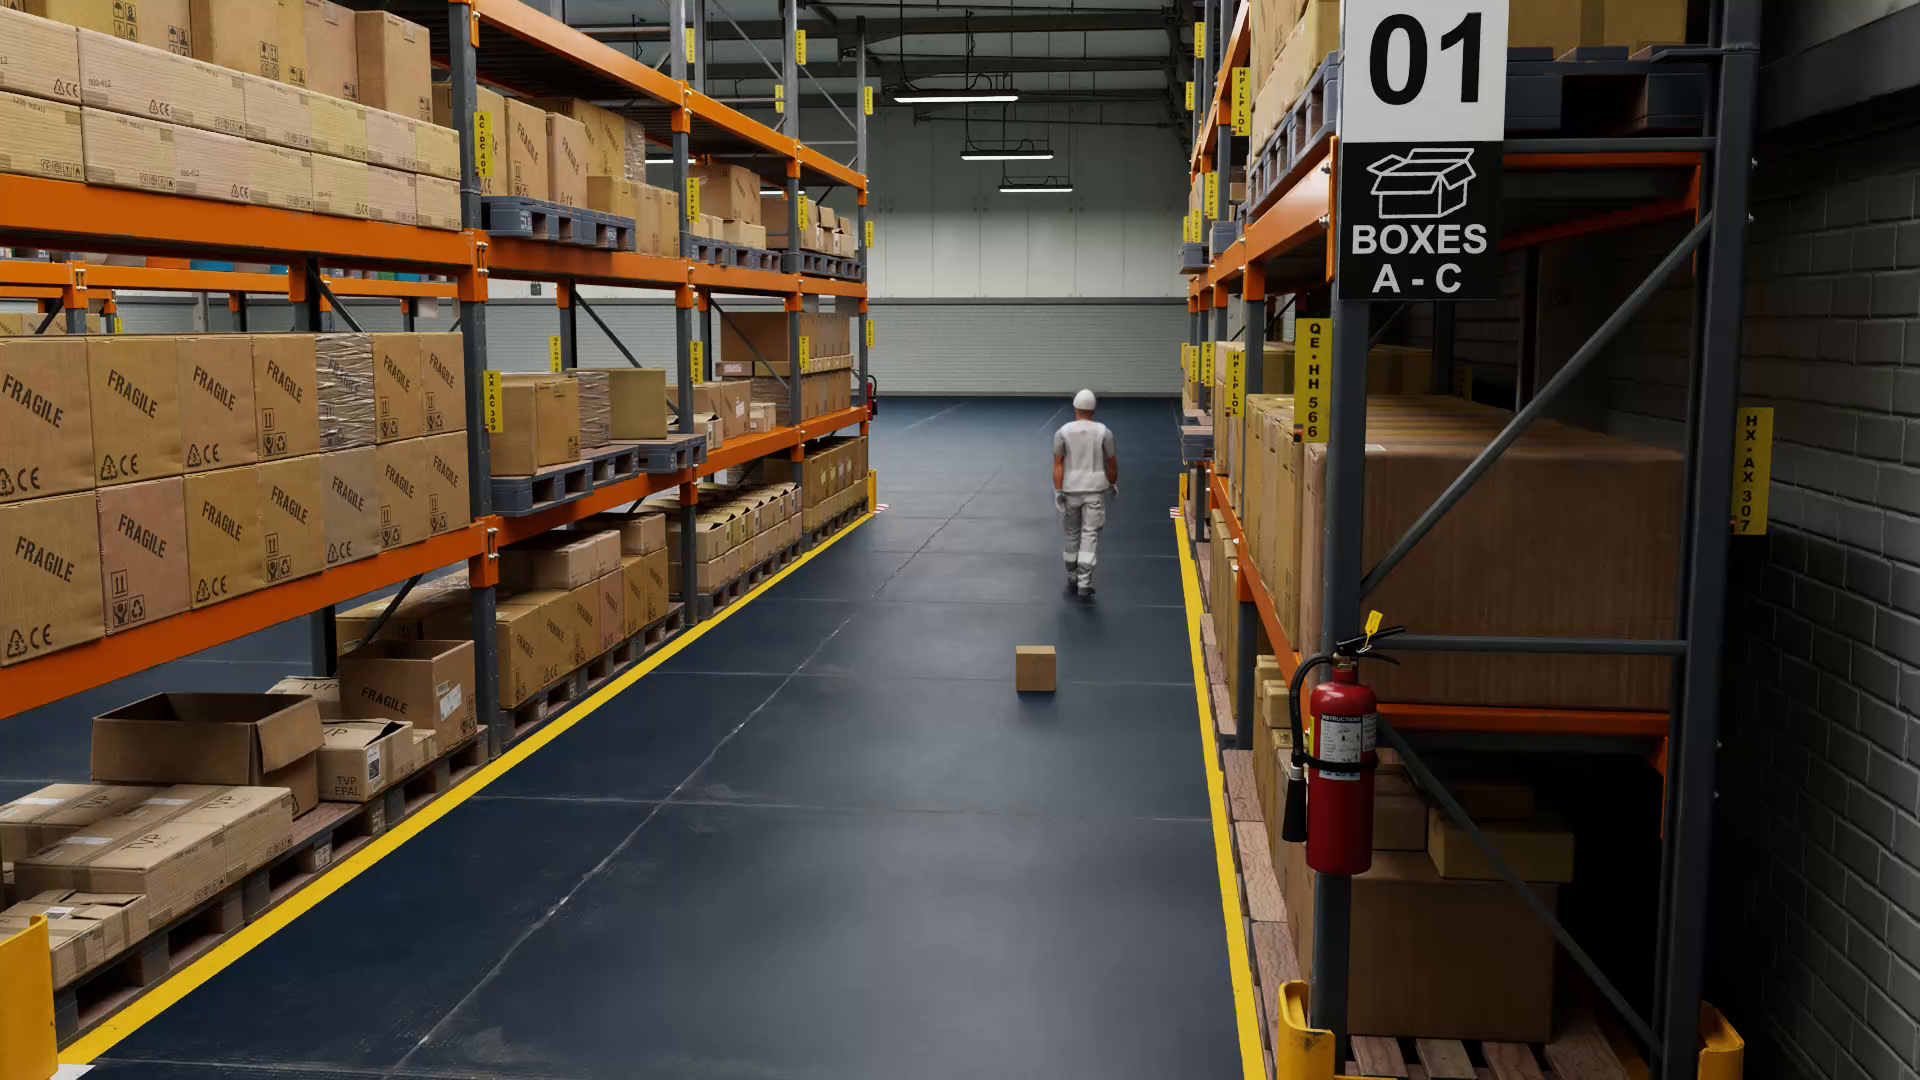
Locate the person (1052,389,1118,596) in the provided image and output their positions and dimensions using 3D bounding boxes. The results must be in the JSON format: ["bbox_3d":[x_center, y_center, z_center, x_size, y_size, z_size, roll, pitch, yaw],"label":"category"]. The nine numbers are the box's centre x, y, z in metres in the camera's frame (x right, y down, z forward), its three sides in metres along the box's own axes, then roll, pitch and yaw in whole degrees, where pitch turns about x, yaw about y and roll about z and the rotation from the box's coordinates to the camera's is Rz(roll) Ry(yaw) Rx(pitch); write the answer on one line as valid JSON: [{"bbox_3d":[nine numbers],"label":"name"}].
[{"bbox_3d":[1.099,-0.439,14.402,0.539,1.738,0.962,2,8,11],"label":"person"}]
